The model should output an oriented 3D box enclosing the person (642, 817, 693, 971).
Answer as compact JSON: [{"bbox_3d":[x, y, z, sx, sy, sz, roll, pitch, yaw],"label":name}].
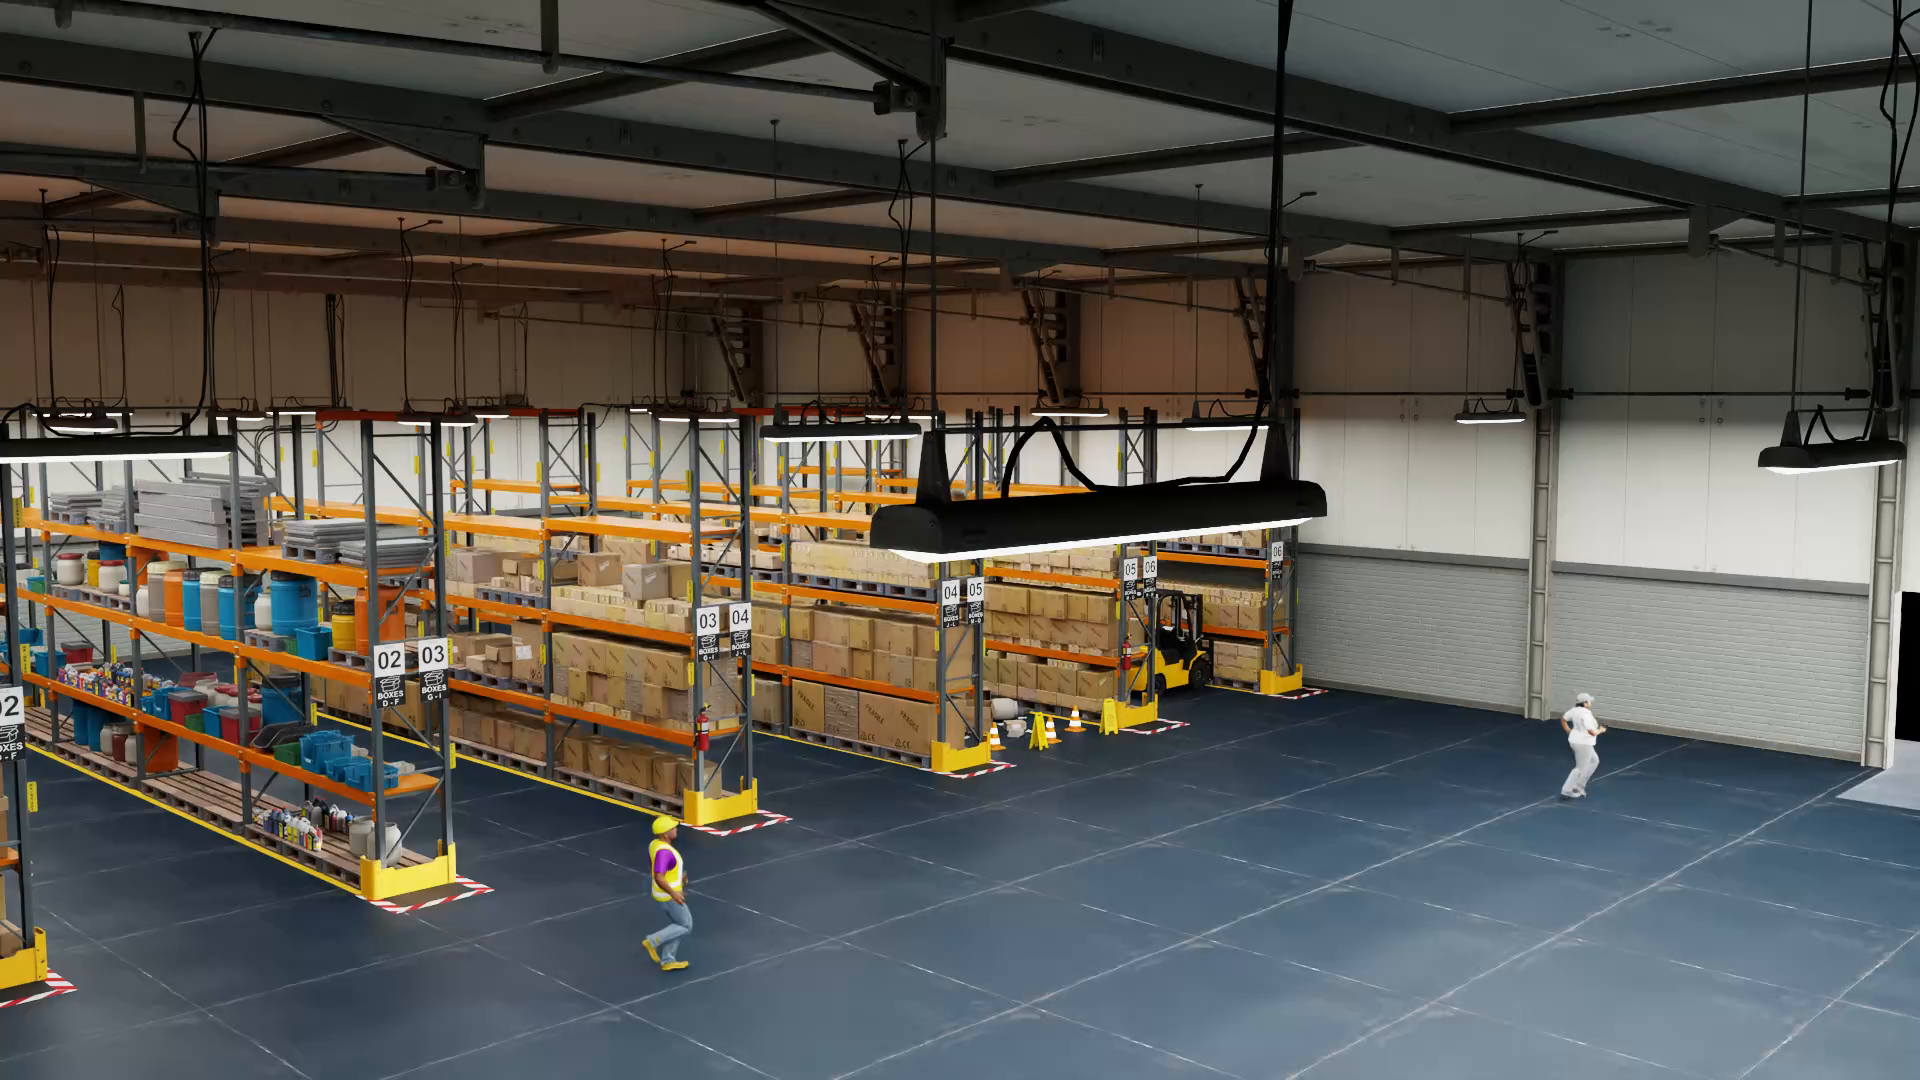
[{"bbox_3d":[-3.218,3.869,18.193,0.578,1.712,0.703,-2,5,-21],"label":"person"}]

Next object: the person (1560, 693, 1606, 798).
[{"bbox_3d":[9.716,3.215,25.922,0.688,1.685,0.578,0,5,0],"label":"person"}]
